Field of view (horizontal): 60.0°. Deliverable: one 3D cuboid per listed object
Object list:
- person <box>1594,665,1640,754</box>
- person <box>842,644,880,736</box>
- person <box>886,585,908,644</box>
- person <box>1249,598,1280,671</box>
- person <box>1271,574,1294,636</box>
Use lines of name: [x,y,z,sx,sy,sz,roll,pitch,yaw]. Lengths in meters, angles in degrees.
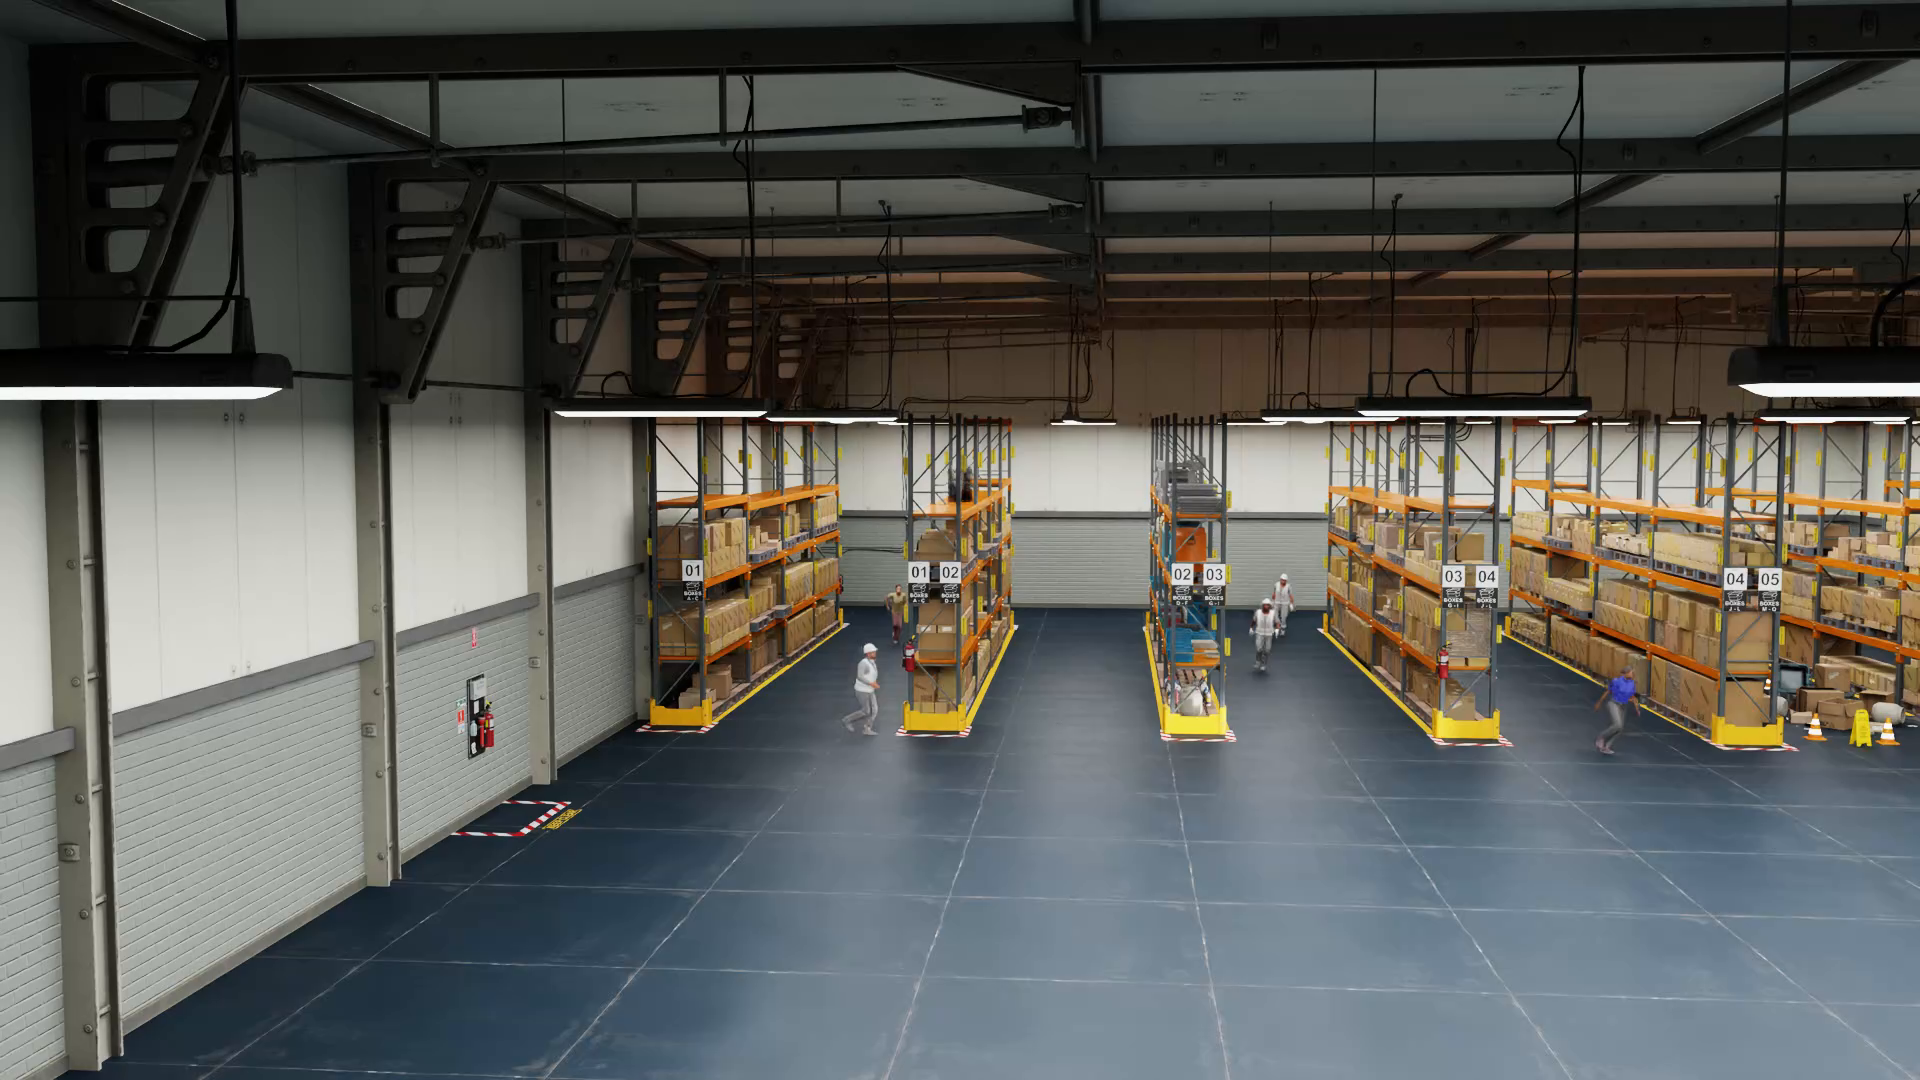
person: [11.546,2.969,29.183,0.606,1.568,0.692,-2,4,-27]
person: [-1.811,2.787,31.003,0.758,1.727,0.654,1,4,21]
person: [-1.657,1.965,44.113,0.572,1.595,0.674,-1,4,-12]
person: [7.145,2.224,38.954,0.683,1.731,0.807,0,4,6]
person: [8.856,1.775,45.755,0.727,1.730,0.631,2,4,26]
